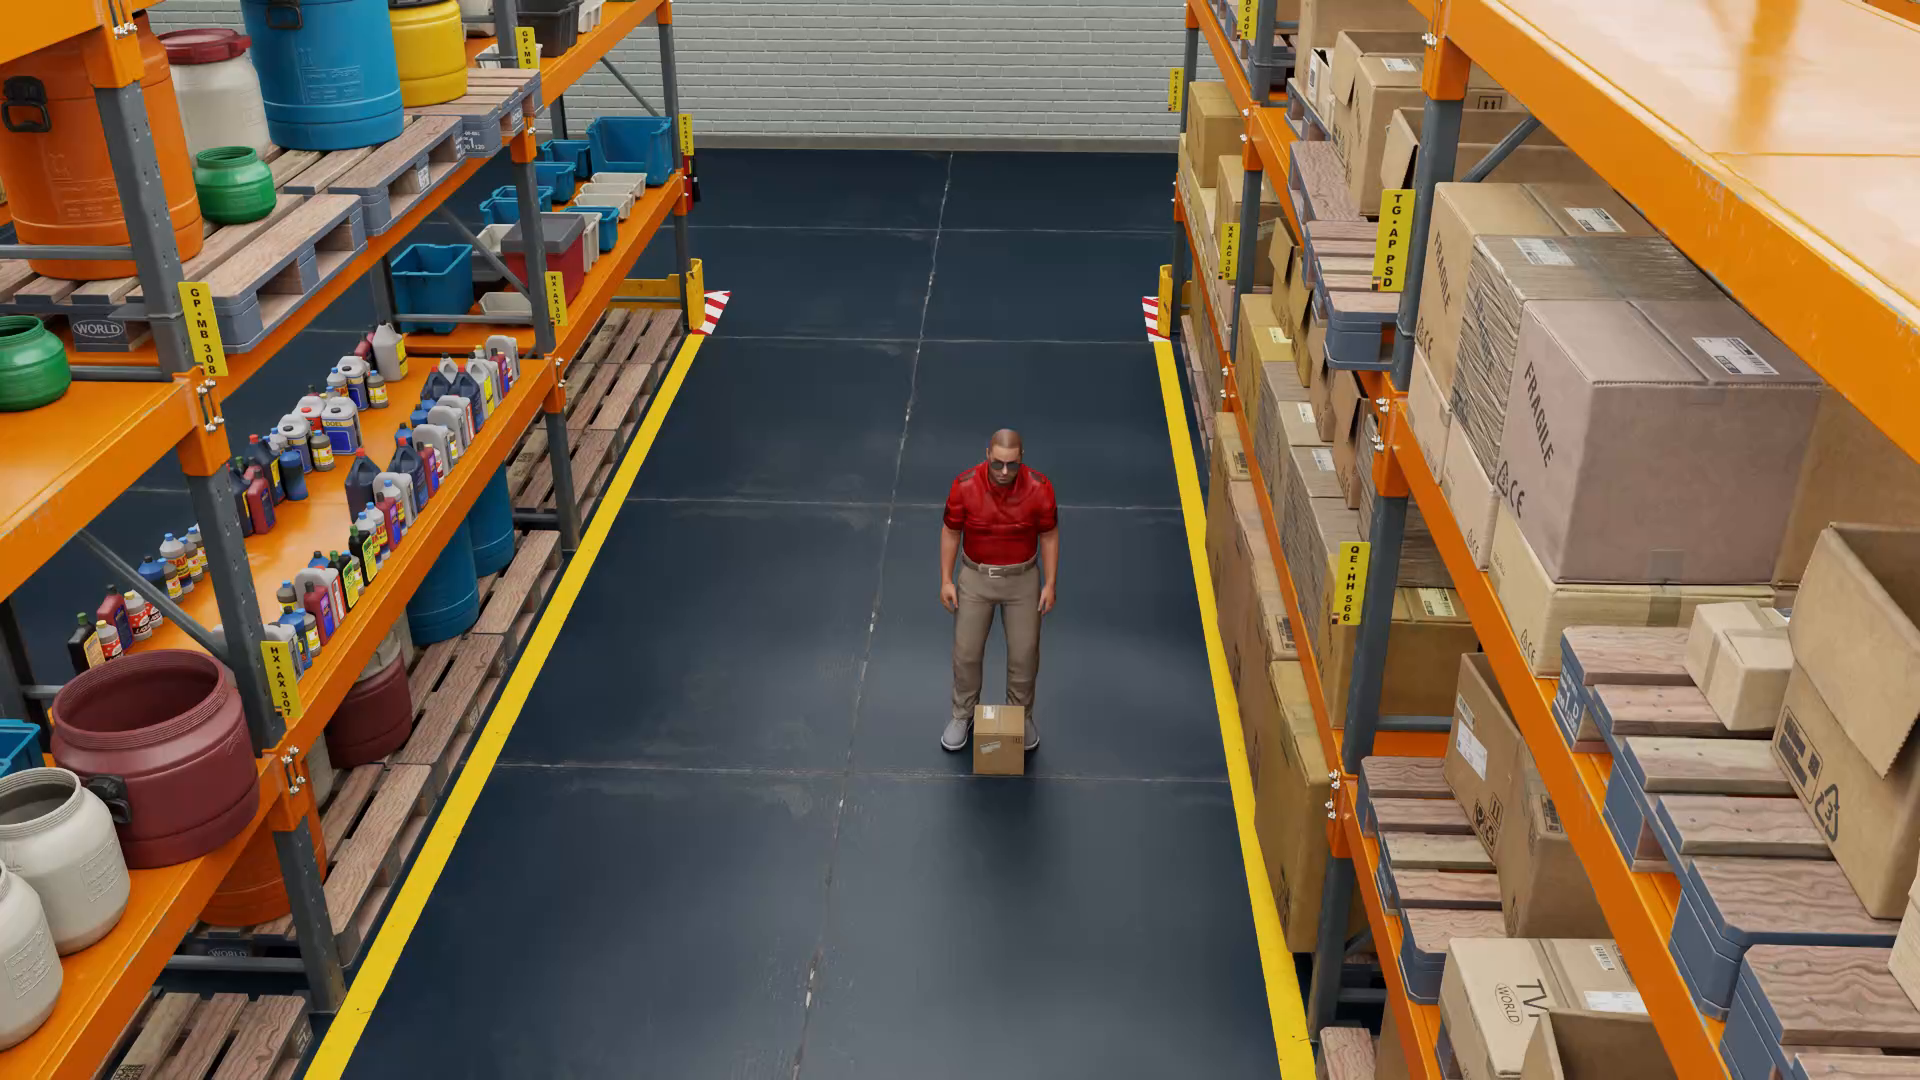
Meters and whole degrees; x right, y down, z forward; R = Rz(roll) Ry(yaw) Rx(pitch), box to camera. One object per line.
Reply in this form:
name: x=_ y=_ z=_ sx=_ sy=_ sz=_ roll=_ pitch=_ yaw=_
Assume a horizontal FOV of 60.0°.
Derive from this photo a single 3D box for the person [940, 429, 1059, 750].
person: x=0.192 y=0.227 z=8.205 sx=0.584 sy=1.726 sz=0.395 roll=1 pitch=28 yaw=1
